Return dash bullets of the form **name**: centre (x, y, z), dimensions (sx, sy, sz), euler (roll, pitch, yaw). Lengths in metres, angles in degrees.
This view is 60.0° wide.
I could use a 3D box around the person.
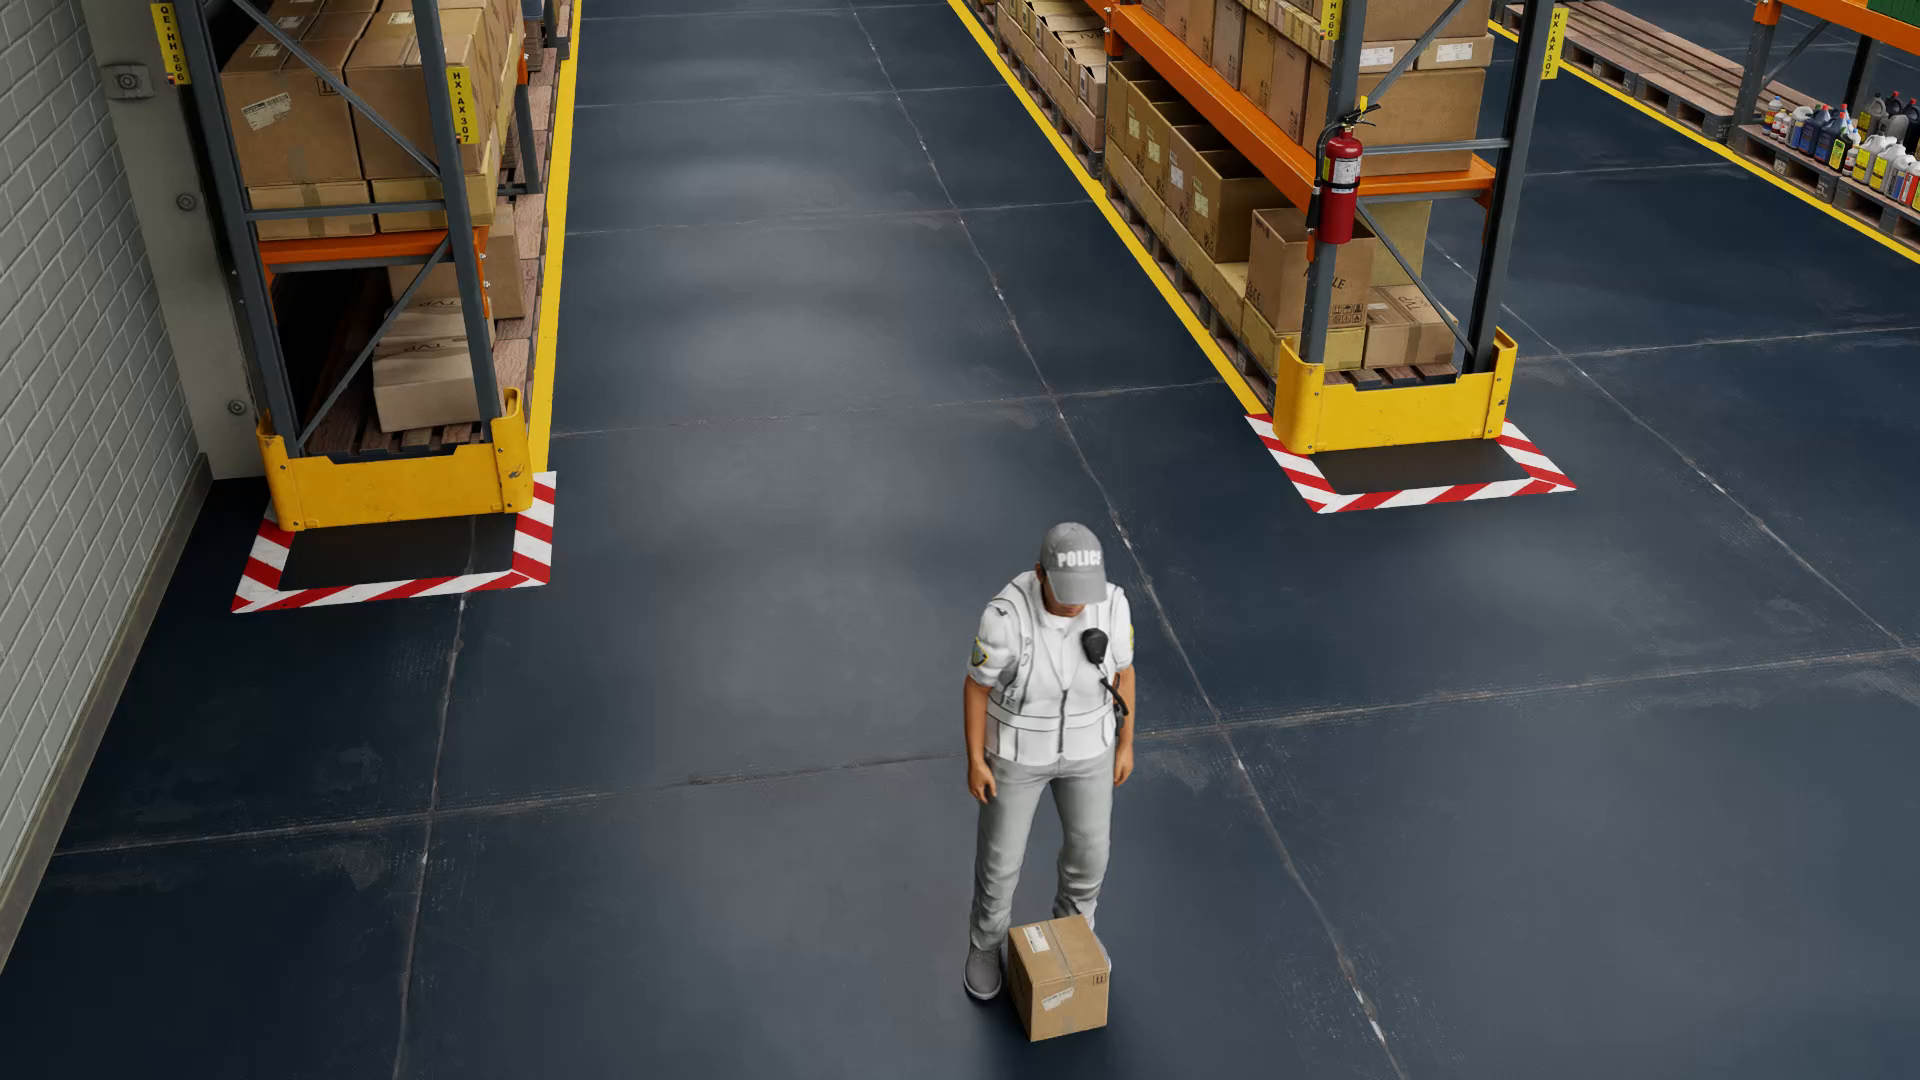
- **person**: centre (0.268, 0.654, 5.032), dimensions (0.549, 1.666, 0.473), euler (-6, 31, -10)
